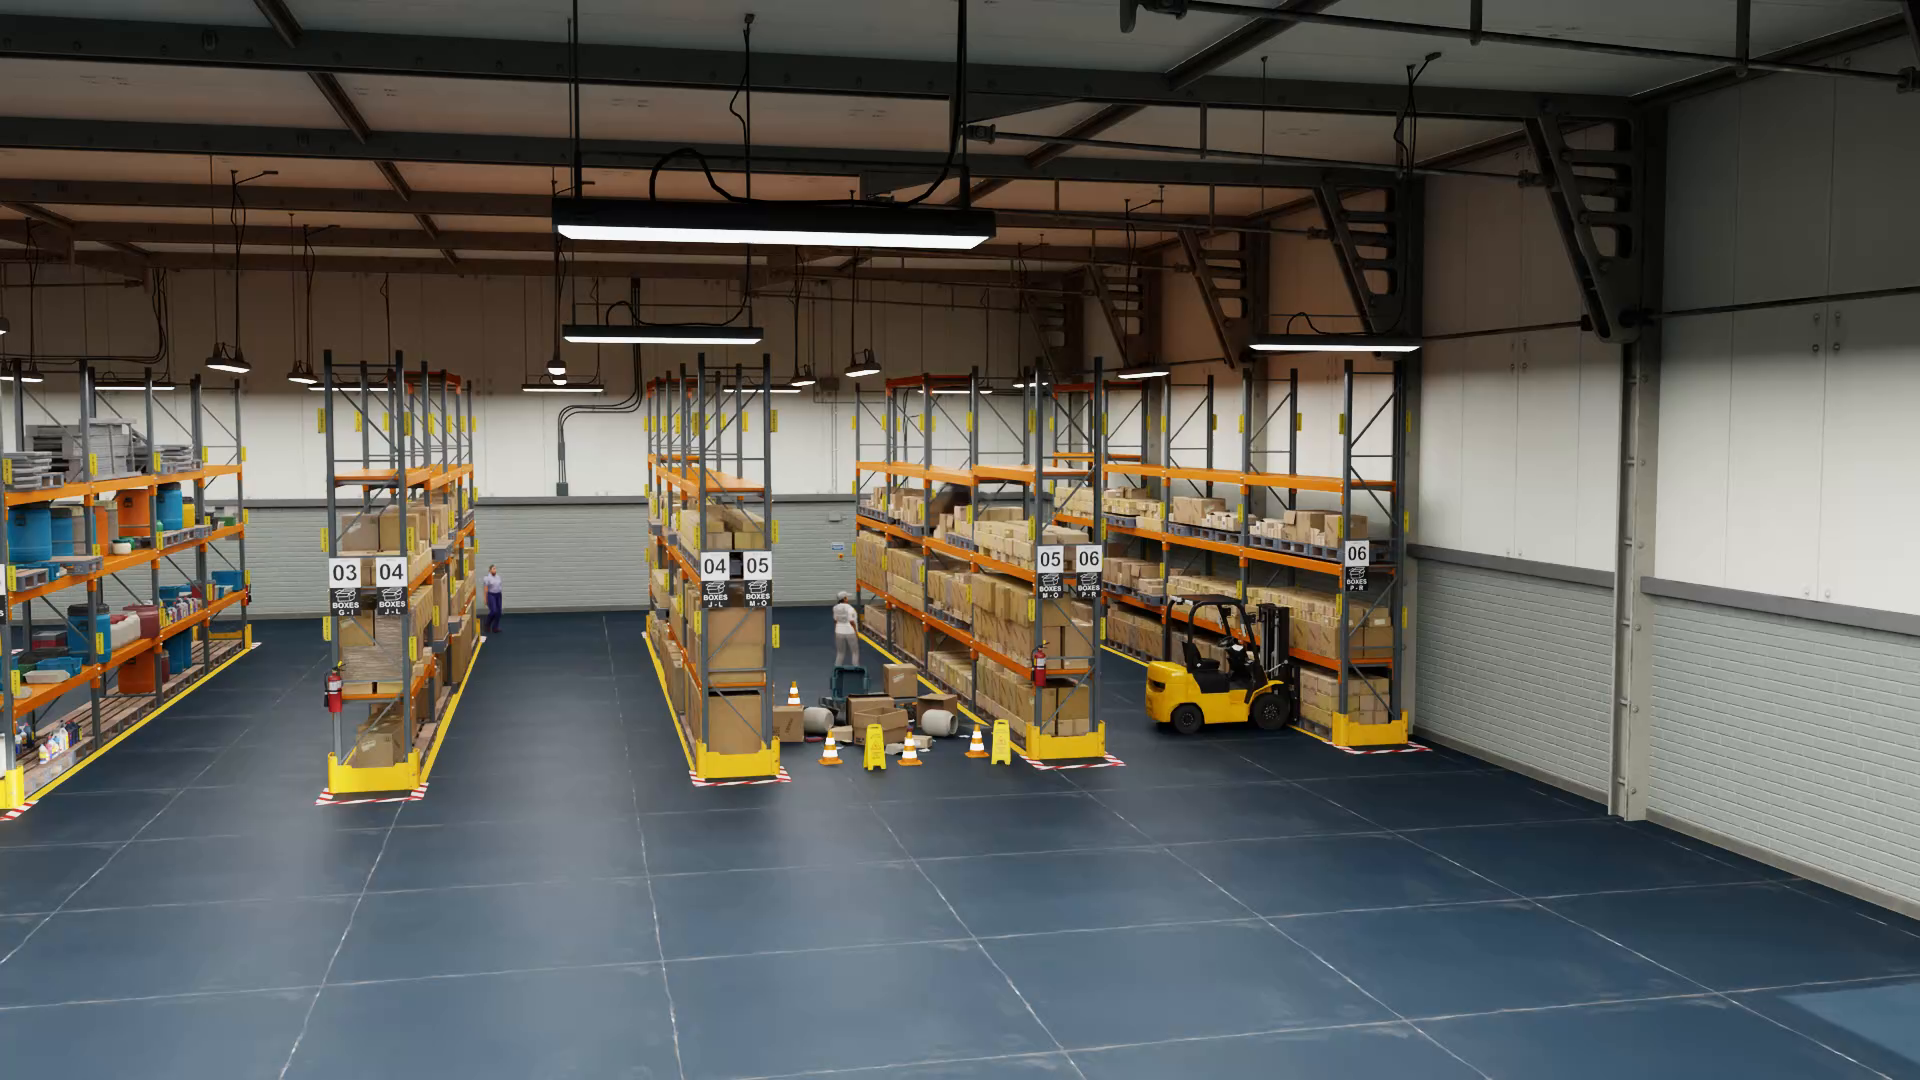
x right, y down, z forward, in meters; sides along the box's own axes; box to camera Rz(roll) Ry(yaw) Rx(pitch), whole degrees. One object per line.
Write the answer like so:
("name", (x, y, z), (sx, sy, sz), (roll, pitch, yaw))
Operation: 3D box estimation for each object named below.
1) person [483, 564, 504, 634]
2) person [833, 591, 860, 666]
("person", (-11.104, 1.412, 39.707), (0.446, 1.633, 0.498), (2, 5, 31))
("person", (-2.089, 1.759, 30.723), (0.536, 1.662, 0.468), (1, 4, 17))
